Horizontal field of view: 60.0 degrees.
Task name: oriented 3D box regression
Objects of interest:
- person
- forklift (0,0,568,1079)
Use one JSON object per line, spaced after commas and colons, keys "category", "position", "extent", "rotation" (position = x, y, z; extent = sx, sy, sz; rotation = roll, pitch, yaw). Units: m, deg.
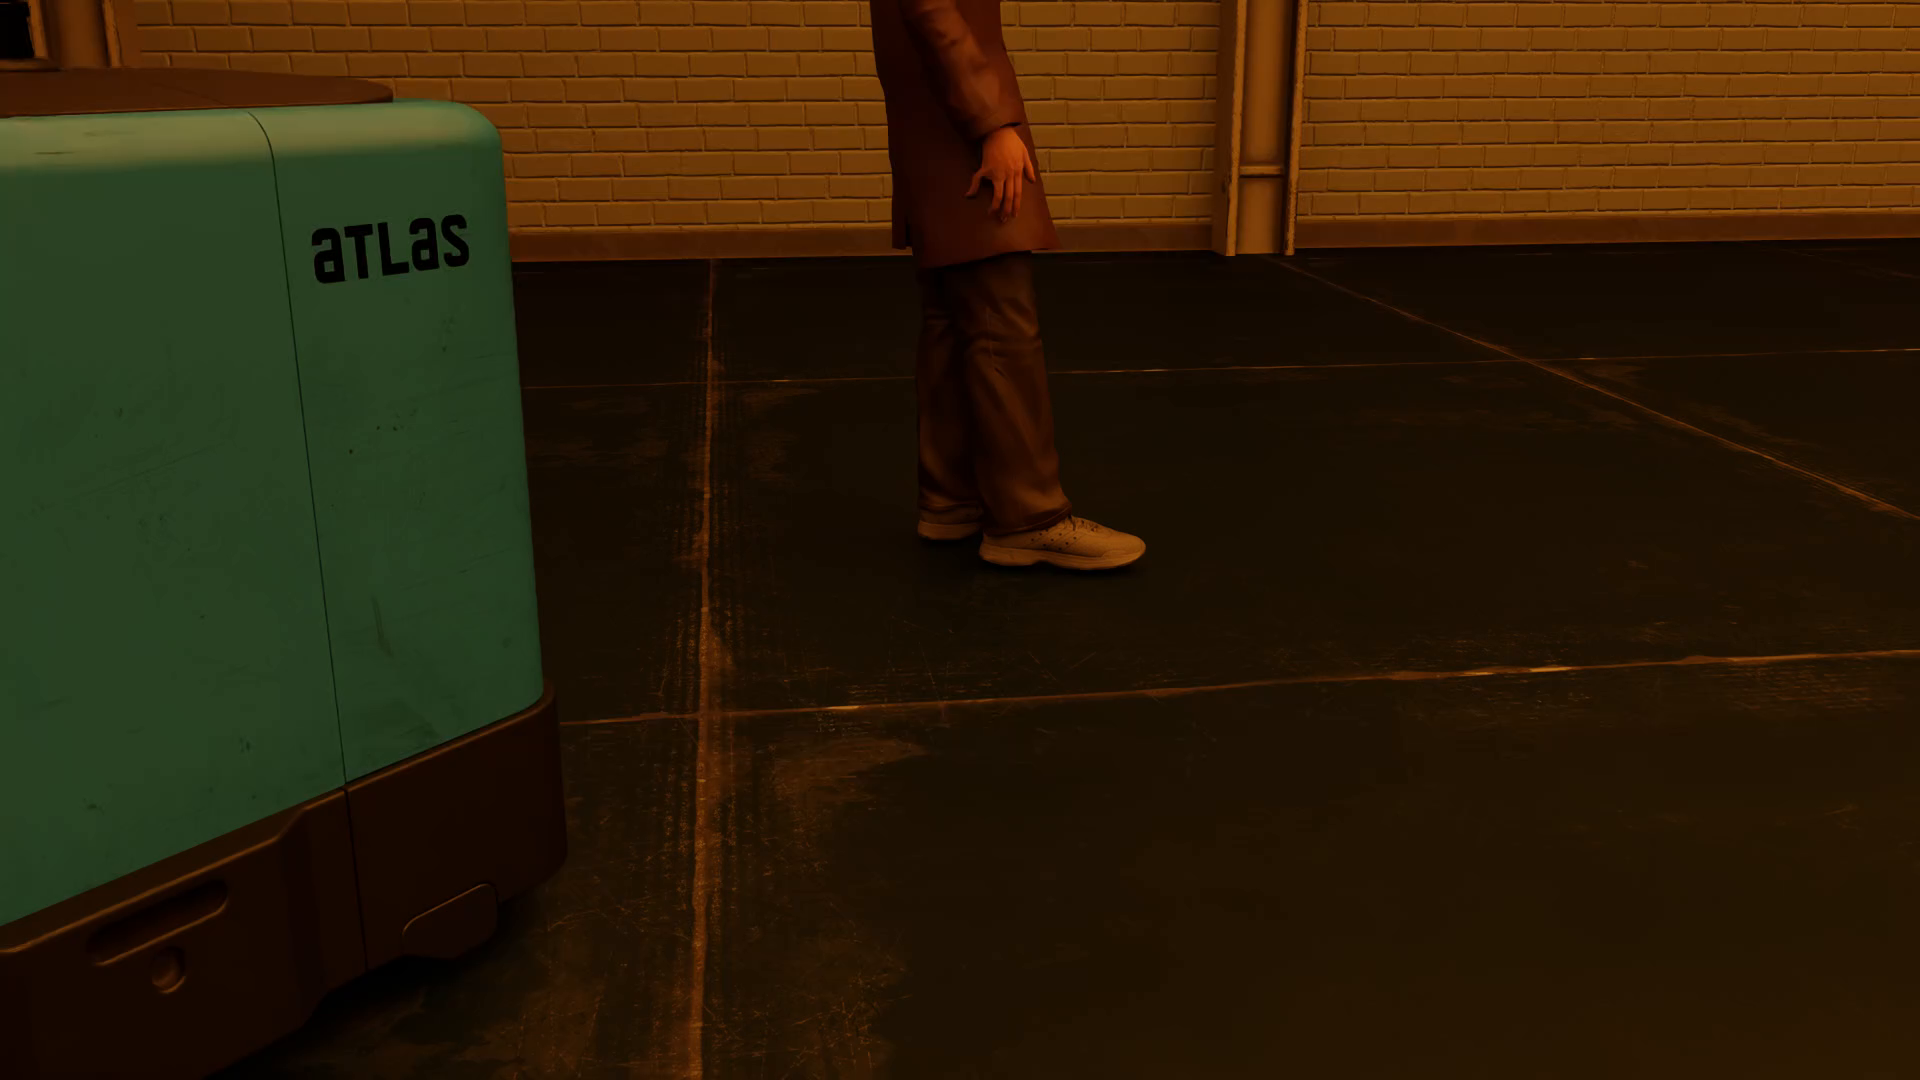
{"category": "person", "position": [0.090, -0.860, 3.715], "extent": [0.582, 1.775, 0.694], "rotation": [-2, 17, -8]}
{"category": "forklift", "position": [-1.785, -0.631, 0.979], "extent": [1.130, 2.935, 3.031], "rotation": [11, 20, 33]}
